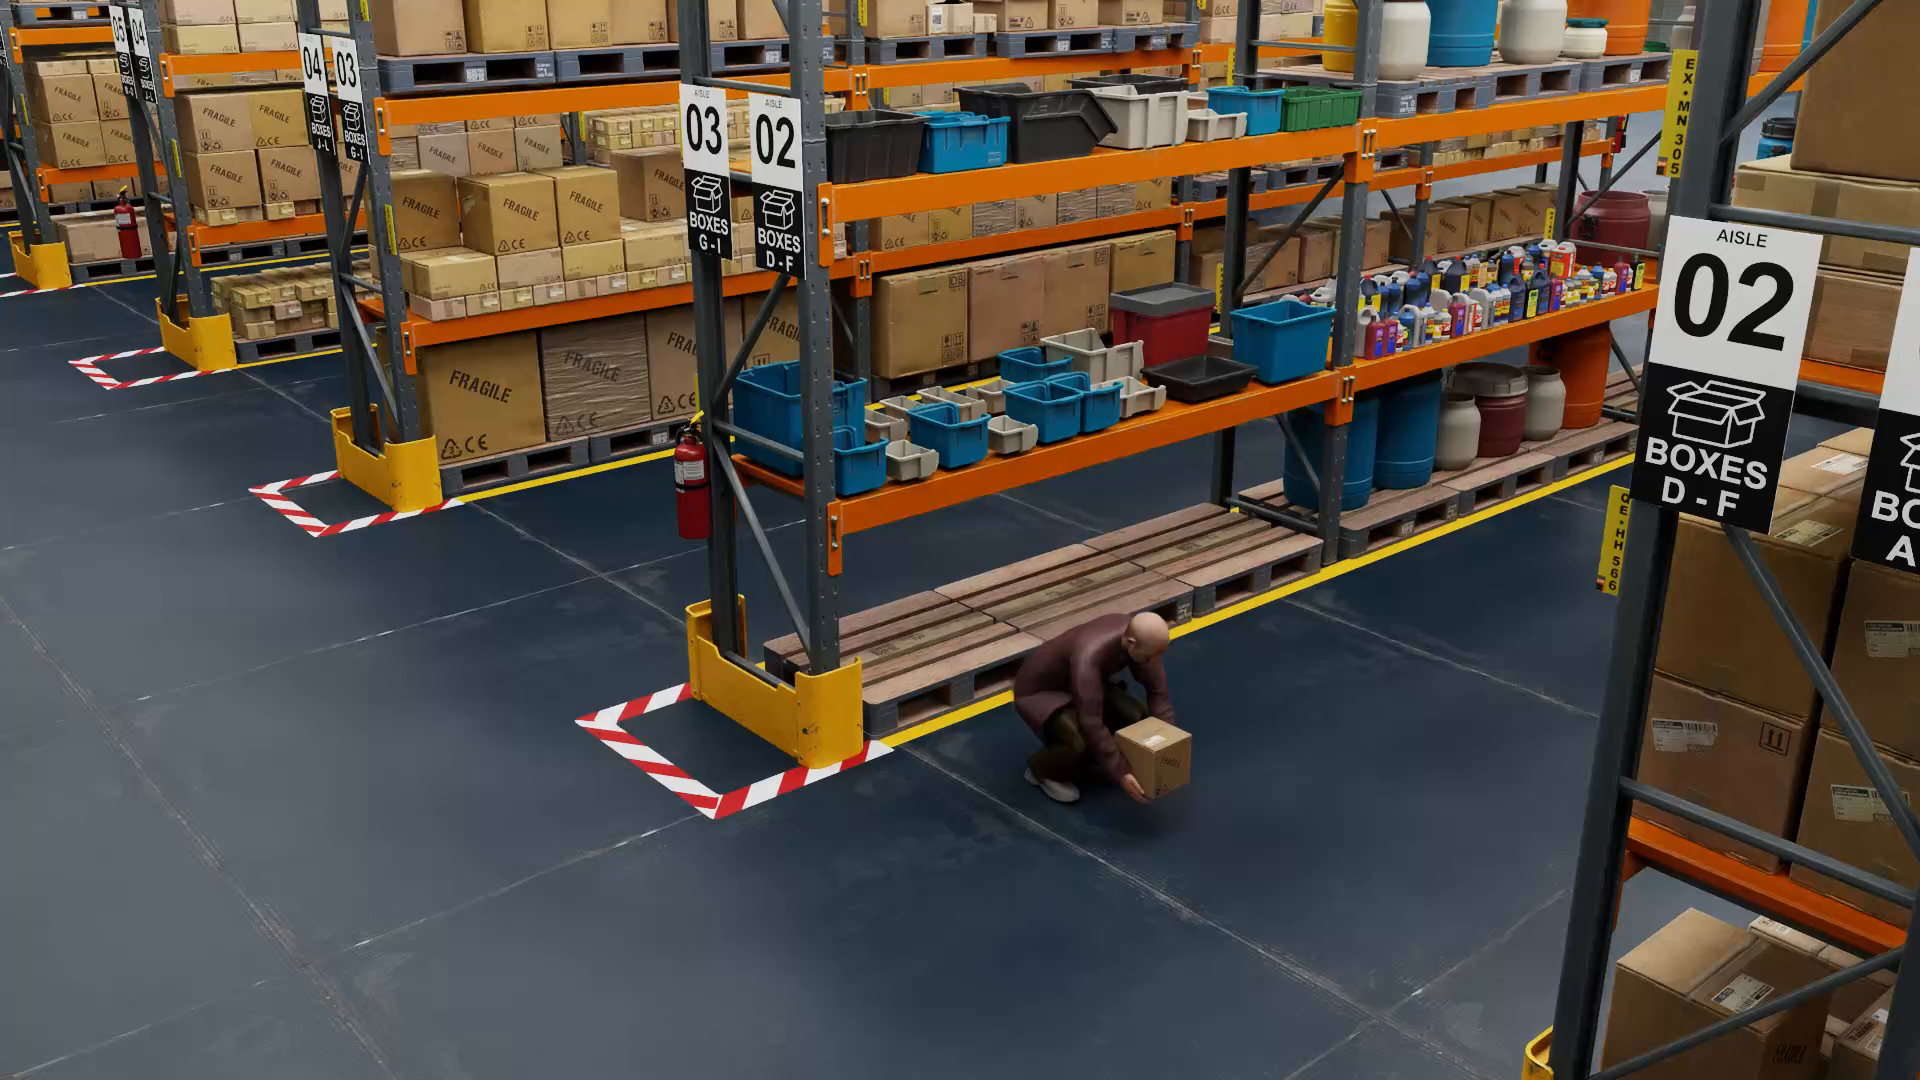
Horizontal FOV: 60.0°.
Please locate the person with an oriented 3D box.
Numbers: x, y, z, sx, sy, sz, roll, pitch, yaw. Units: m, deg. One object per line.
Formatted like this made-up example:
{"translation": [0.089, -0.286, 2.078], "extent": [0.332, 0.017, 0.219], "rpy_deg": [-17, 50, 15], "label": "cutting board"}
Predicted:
{"translation": [0.649, 0.750, 7.823], "extent": [0.612, 0.980, 0.901], "rpy_deg": [-17, 26, -38], "label": "person"}
